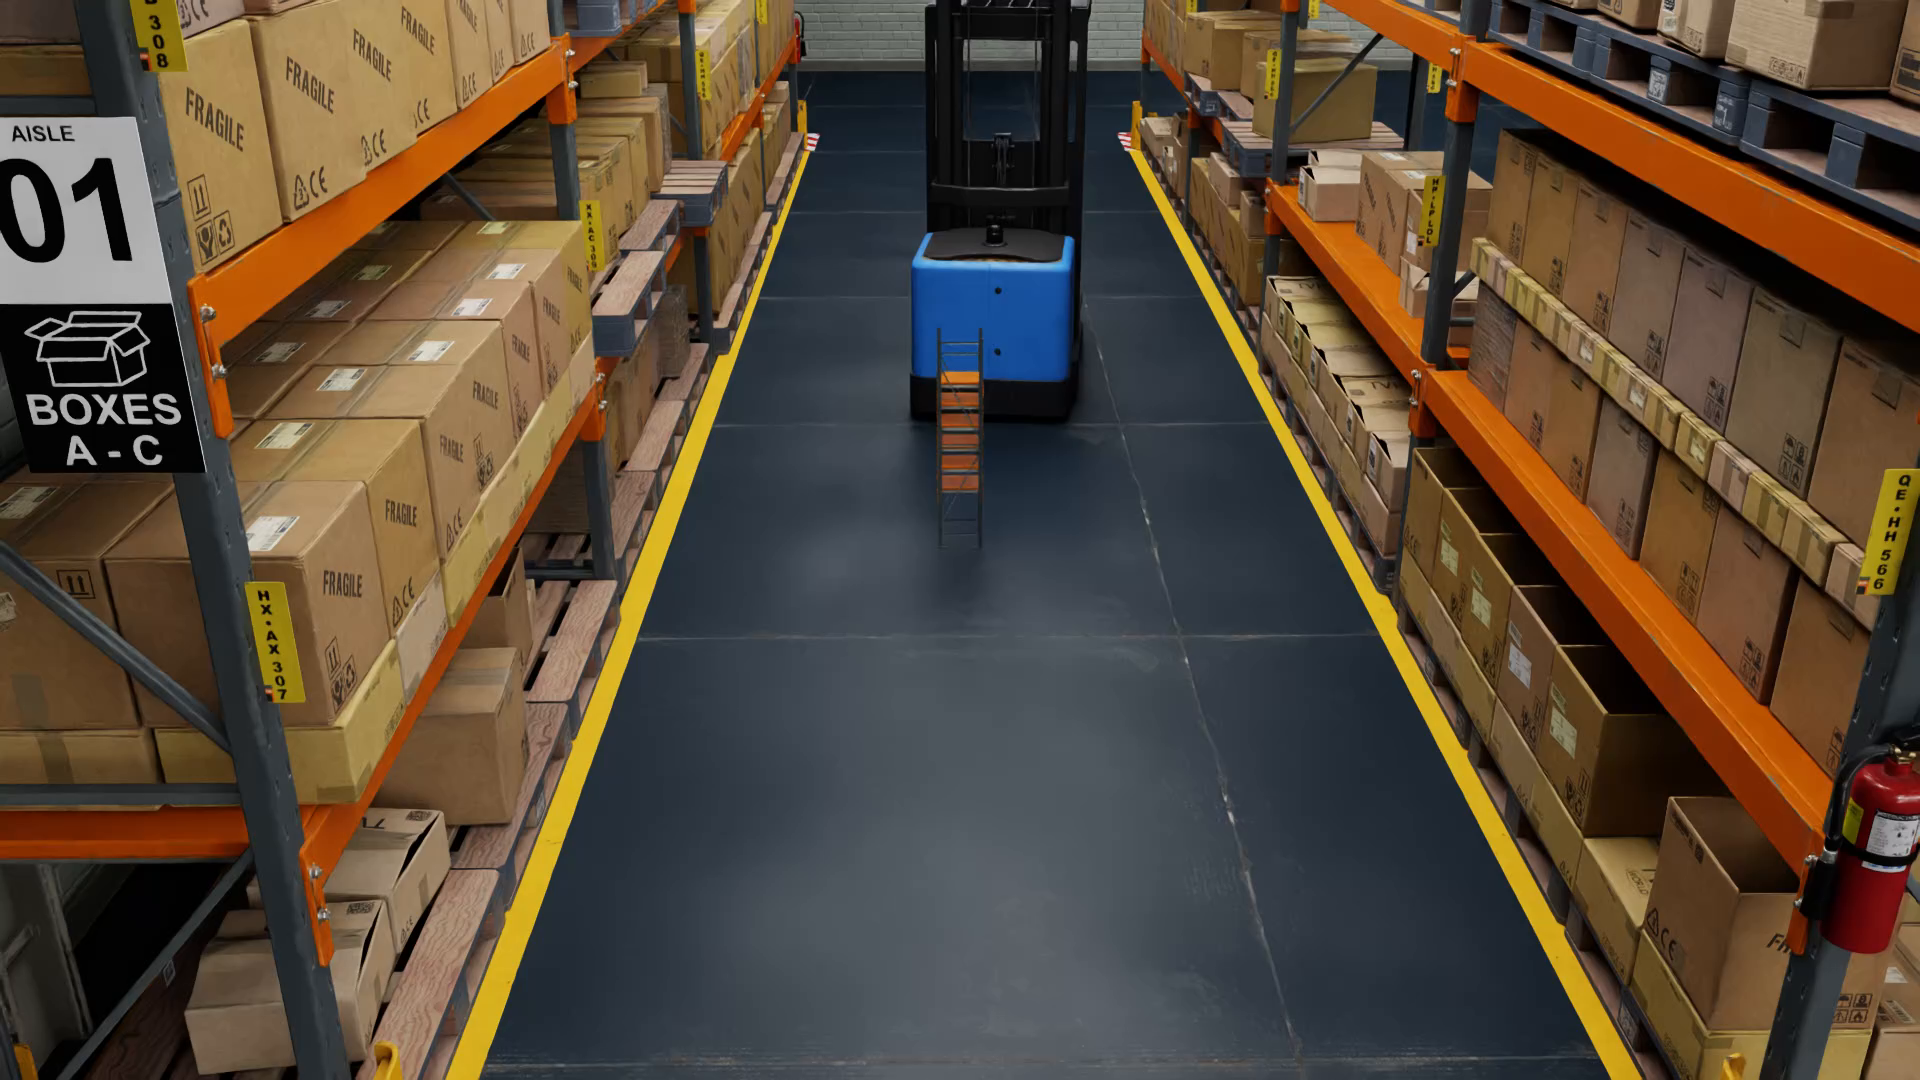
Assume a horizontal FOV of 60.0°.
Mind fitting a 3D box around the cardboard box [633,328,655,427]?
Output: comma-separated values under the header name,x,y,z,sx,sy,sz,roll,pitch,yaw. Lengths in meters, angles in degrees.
name,x,y,z,sx,sy,sz,roll,pitch,yaw
cardboard box,-2.300,-0.998,10.317,0.700,0.500,0.500,0,24,-1

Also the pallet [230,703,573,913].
name,x,y,z,sx,sy,sz,roll,pitch,yaw
pallet,-2.181,1.049,6.675,1.003,0.211,1.213,0,24,-1

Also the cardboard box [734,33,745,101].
name,x,y,z,sx,sy,sz,roll,pitch,yaw
cardboard box,-2.058,-3.883,13.688,0.500,0.500,0.500,0,24,0

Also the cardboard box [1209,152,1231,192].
name,x,y,z,sx,sy,sz,roll,pitch,yaw
cardboard box,2.399,-3.113,14.083,0.500,0.250,0.500,0,24,0

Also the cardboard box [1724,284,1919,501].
name,x,y,z,sx,sy,sz,roll,pitch,yaw
cardboard box,2.753,-0.446,4.899,0.700,0.500,0.500,-1,24,-2

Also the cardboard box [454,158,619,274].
name,x,y,z,sx,sy,sz,roll,pitch,yaw
cardboard box,-2.210,-1.689,8.688,0.700,0.500,0.500,2,24,5

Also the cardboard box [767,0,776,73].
name,x,y,z,sx,sy,sz,roll,pitch,yaw
cardboard box,-2.319,-4.960,16.213,0.980,0.700,0.700,-1,24,-2

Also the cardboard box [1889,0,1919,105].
name,x,y,z,sx,sy,sz,roll,pitch,yaw
cardboard box,2.755,-1.284,4.003,0.797,0.503,0.637,1,24,3

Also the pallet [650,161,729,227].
name,x,y,z,sx,sy,sz,roll,pitch,yaw
pallet,-2.169,-2.270,10.862,1.213,0.211,1.003,0,24,-1

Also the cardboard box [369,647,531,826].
name,x,y,z,sx,sy,sz,roll,pitch,yaw
cardboard box,-2.078,0.761,6.426,0.700,0.500,0.500,-2,24,-4

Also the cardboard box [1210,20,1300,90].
name,x,y,z,sx,sy,sz,roll,pitch,yaw
cardboard box,2.479,-4.080,14.001,0.700,0.500,0.500,4,25,8

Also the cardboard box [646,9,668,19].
name,x,y,z,sx,sy,sz,roll,pitch,yaw
cardboard box,-2.558,-4.003,13.044,0.500,0.250,0.500,-1,24,-2

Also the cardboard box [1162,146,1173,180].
name,x,y,z,sx,sy,sz,roll,pitch,yaw
cardboard box,2.328,-3.841,16.831,0.500,0.311,0.500,0,24,-1

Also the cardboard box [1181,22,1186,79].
name,x,y,z,sx,sy,sz,roll,pitch,yaw
cardboard box,2.364,-4.573,15.600,0.500,0.500,0.500,0,24,0

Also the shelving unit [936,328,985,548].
name,x,y,z,sx,sy,sz,roll,pitch,yaw
shelving unit,0.000,-0.541,8.990,0.258,1.200,0.189,0,24,-1

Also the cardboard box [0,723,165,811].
name,x,y,z,sx,sy,sz,roll,pitch,yaw
cardboard box,-2.395,0.513,4.633,0.500,0.250,0.500,0,24,0

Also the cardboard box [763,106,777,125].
name,x,y,z,sx,sy,sz,roll,pitch,yaw
cardboard box,-2.060,-4.312,16.882,0.380,0.149,0.250,-1,24,-2

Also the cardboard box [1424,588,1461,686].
name,x,y,z,sx,sy,sz,roll,pitch,yaw
cardboard box,2.416,0.434,7.478,0.500,0.250,0.500,0,24,-1

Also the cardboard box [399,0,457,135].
name,x,y,z,sx,sy,sz,roll,pitch,yaw
cardboard box,-1.957,-1.571,5.297,0.500,0.500,0.500,1,24,3

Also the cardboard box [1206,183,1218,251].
name,x,y,z,sx,sy,sz,roll,pitch,yaw
cardboard box,2.403,-2.758,14.208,0.500,0.500,0.500,0,24,0

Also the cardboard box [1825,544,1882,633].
name,x,y,z,sx,sy,sz,roll,pitch,yaw
cardboard box,2.562,0.124,4.427,0.380,0.149,0.250,-1,24,-1

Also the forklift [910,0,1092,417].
name,x,y,z,sx,sy,sz,roll,pitch,yaw
forklift,0.336,-2.713,11.693,1.130,2.935,3.031,2,24,5

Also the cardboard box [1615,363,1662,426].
name,x,y,z,sx,sy,sz,roll,pitch,yaw
cardboard box,2.543,-0.515,5.840,0.380,0.149,0.250,-1,24,-1

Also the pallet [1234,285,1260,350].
name,x,y,z,sx,sy,sz,roll,pitch,yaw
pallet,2.700,-1.712,12.779,1.003,0.211,1.213,0,24,-1

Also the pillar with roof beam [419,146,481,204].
name,x,y,z,sx,sy,sz,roll,pitch,yaw
pillar with roof beam,1.170,-4.864,9.084,9.100,9.000,0.400,0,24,-1

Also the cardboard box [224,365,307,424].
name,x,y,z,sx,sy,sz,roll,pitch,yaw
cardboard box,-2.420,-0.250,5.411,0.500,0.500,0.500,-1,24,-2

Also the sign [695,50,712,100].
name,x,y,z,sx,sy,sz,roll,pitch,yaw
sign,-1.741,-3.148,11.262,0.100,0.325,0.005,0,24,-1

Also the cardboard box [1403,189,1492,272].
name,x,y,z,sx,sy,sz,roll,pitch,yaw
cardboard box,2.716,-1.605,9.038,0.500,0.500,0.500,1,24,3

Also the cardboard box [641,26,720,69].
name,x,y,z,sx,sy,sz,roll,pitch,yaw
cardboard box,-2.037,-3.592,12.136,0.500,0.250,0.500,-1,24,-1

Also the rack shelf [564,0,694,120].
name,x,y,z,sx,sy,sz,roll,pitch,yaw
rack shelf,-2.262,-2.865,9.179,1.077,0.370,4.000,0,24,-1

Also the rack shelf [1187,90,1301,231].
name,x,y,z,sx,sy,sz,roll,pitch,yaw
rack shelf,2.648,-3.171,13.494,1.077,0.370,4.000,0,24,-1

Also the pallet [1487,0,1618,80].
name,x,y,z,sx,sy,sz,roll,pitch,yaw
pallet,2.749,-2.001,6.502,1.003,0.211,1.213,0,24,-1

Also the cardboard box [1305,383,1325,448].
name,x,y,z,sx,sy,sz,roll,pitch,yaw
cardboard box,2.405,-0.763,10.125,0.500,0.250,0.500,0,24,1

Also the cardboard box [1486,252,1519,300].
name,x,y,z,sx,sy,sz,roll,pitch,yaw
cardboard box,2.526,-1.152,7.249,0.380,0.149,0.250,0,24,0

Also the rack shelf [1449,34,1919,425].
name,x,y,z,sx,sy,sz,roll,pitch,yaw
rack shelf,2.735,-1.241,5.587,1.077,0.370,4.000,0,24,-1

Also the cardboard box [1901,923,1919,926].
name,x,y,z,sx,sy,sz,roll,pitch,yaw
cardboard box,2.965,1.256,5.661,0.500,0.250,0.500,0,24,-1

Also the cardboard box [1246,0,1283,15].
name,x,y,z,sx,sy,sz,roll,pitch,yaw
cardboard box,2.902,-5.019,15.373,0.500,0.500,0.500,0,24,1

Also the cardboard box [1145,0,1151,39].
name,x,y,z,sx,sy,sz,roll,pitch,yaw
cardboard box,2.324,-5.832,18.385,0.500,0.500,0.500,0,24,1

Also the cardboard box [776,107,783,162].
name,x,y,z,sx,sy,sz,roll,pitch,yaw
cardboard box,-2.251,-4.298,17.637,0.700,0.500,0.500,-1,24,-2

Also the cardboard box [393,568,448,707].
name,x,y,z,sx,sy,sz,roll,pitch,yaw
cardboard box,-1.904,0.289,5.129,0.500,0.250,0.500,-1,24,-2

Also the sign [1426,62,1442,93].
name,x,y,z,sx,sy,sz,roll,pitch,yaw
sign,3.225,-3.206,11.293,0.100,0.325,0.005,0,24,-1

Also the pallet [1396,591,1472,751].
name,x,y,z,sx,sy,sz,roll,pitch,yaw
pallet,2.680,0.572,7.729,1.003,0.211,1.213,0,24,-1

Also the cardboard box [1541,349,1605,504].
name,x,y,z,sx,sy,sz,roll,pitch,yaw
cardboard box,2.738,-0.465,6.517,0.700,0.500,0.500,0,24,0

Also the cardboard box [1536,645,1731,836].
name,x,y,z,sx,sy,sz,roll,pitch,yaw
cardboard box,2.428,0.710,5.957,0.500,0.500,0.500,0,24,-1

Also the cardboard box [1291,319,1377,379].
name,x,y,z,sx,sy,sz,roll,pitch,yaw
cardboard box,2.399,-1.225,10.465,0.500,0.311,0.500,-1,24,-2

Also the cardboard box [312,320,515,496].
name,x,y,z,sx,sy,sz,roll,pitch,yaw
cardboard box,-1.913,-0.464,5.884,0.500,0.500,0.500,0,24,1

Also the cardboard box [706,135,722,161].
name,x,y,z,sx,sy,sz,roll,pitch,yaw
cardboard box,-1.968,-2.896,12.293,0.380,0.149,0.250,0,24,1

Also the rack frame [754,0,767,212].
name,x,y,z,sx,sy,sz,roll,pitch,yaw
rack frame,-2.327,-4.299,15.115,1.000,3.000,0.127,0,24,-1

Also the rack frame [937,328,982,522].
name,x,y,z,sx,sy,sz,roll,pitch,yaw
rack frame,-0.001,-0.578,9.073,0.240,1.200,0.006,0,24,-1

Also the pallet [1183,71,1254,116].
name,x,y,z,sx,sy,sz,roll,pitch,yaw
pallet,2.526,-3.905,14.478,1.003,0.211,1.213,0,24,-1

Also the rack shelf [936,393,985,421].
name,x,y,z,sx,sy,sz,roll,pitch,yaw
rack shelf,0.000,-0.719,8.909,0.258,0.103,0.180,0,24,-1
